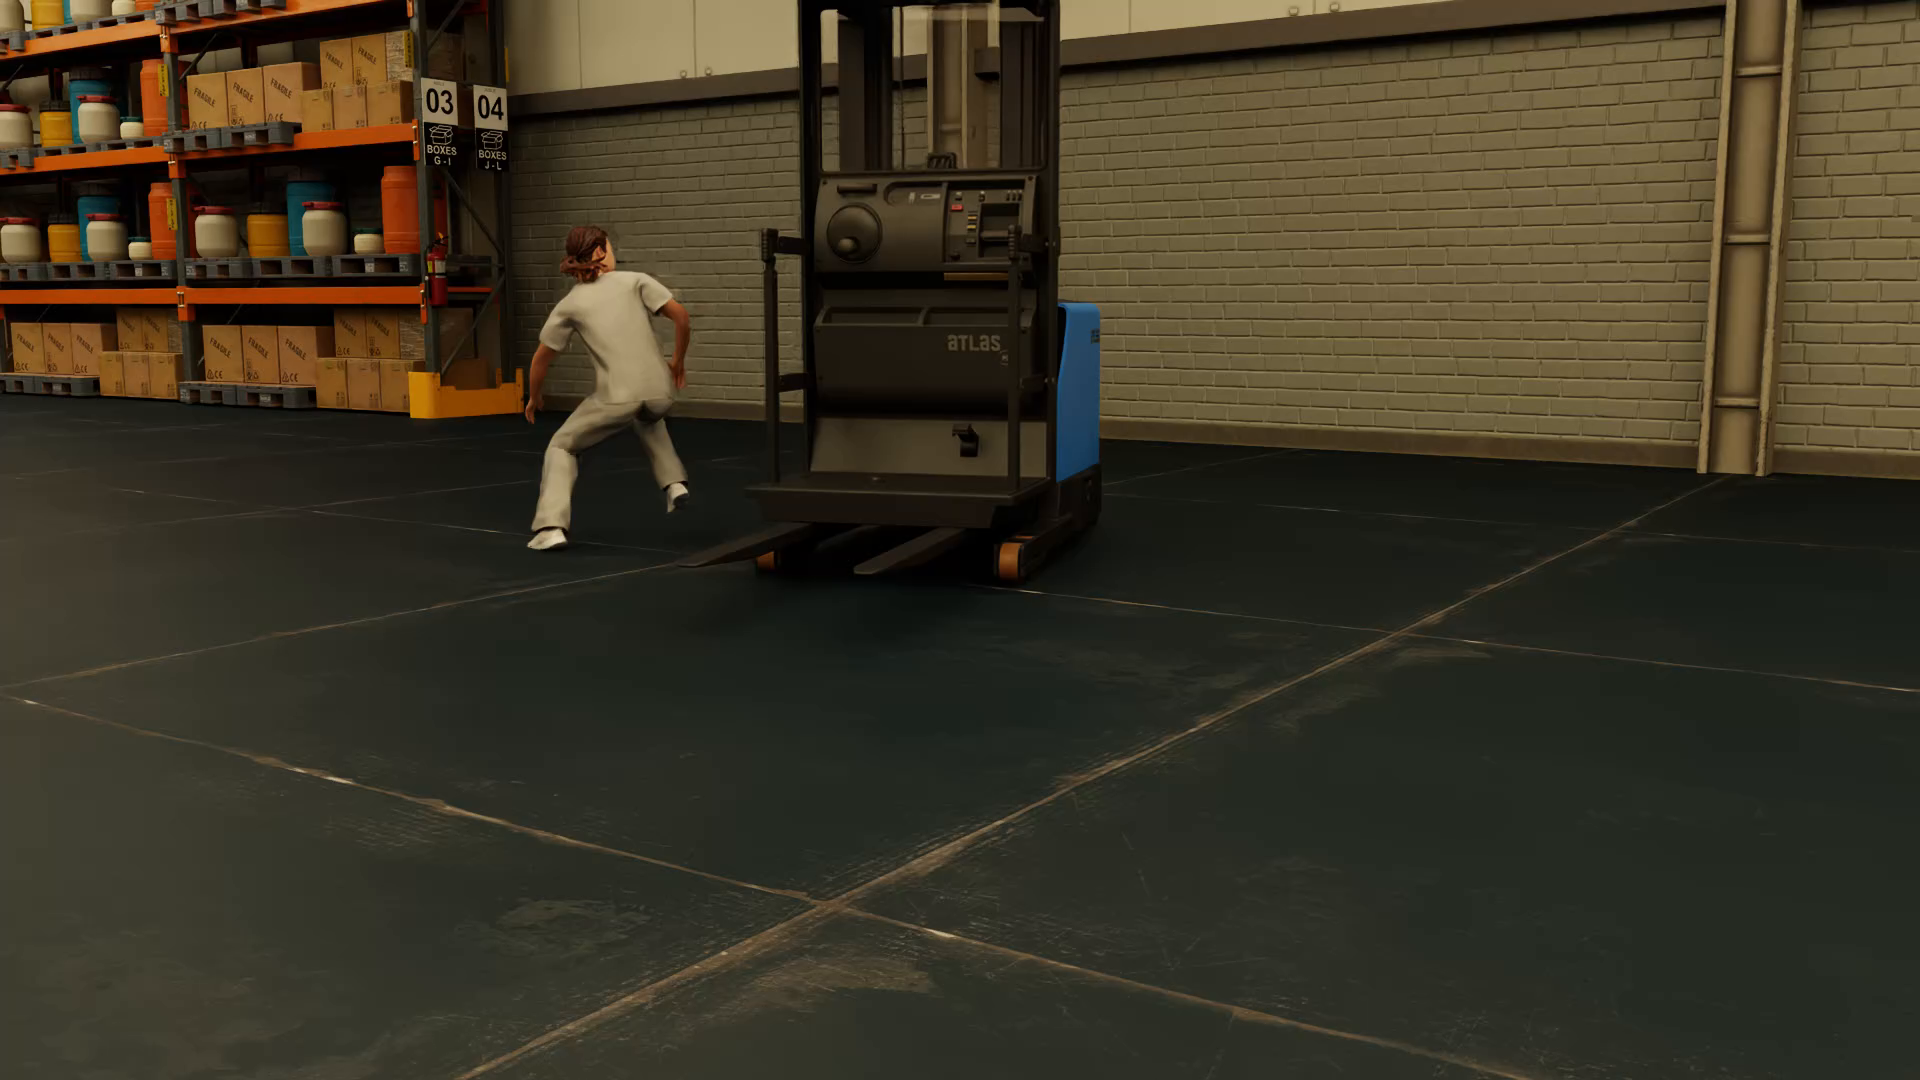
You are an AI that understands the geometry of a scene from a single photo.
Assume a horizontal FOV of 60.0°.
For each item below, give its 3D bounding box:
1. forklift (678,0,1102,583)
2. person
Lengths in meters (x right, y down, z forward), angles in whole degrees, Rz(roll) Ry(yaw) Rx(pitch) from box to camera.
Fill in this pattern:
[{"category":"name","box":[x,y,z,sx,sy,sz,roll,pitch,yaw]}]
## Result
[{"category":"forklift","box":[-0.200,-1.342,6.629,1.130,2.935,3.031,2,8,15]},{"category":"person","box":[-1.573,-0.676,7.444,0.765,1.447,0.600,-4,9,-25]}]
